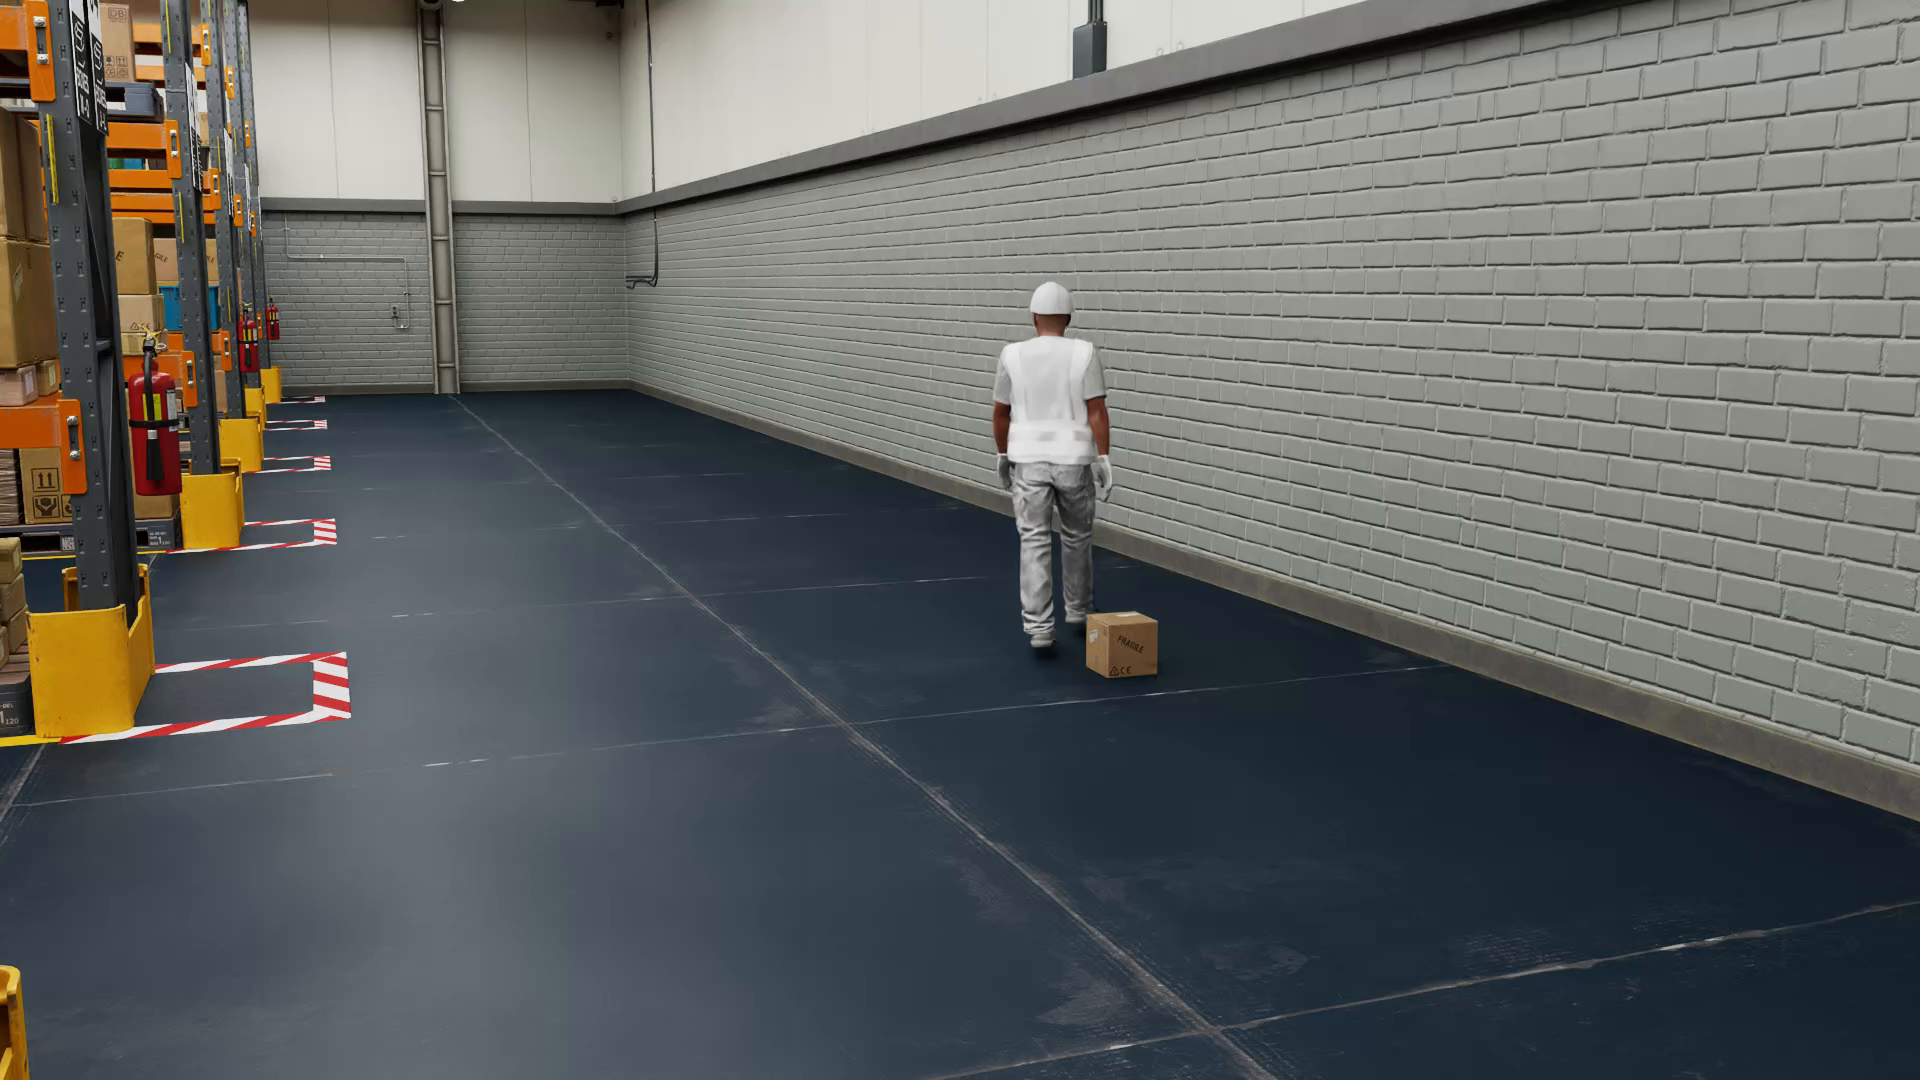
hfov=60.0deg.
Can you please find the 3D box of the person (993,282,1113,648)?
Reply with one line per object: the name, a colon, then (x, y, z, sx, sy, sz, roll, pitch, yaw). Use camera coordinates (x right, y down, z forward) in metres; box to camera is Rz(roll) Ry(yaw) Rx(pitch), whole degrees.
person: (0.453, -0.397, 8.234, 0.586, 1.741, 0.914, 0, 9, 2)
